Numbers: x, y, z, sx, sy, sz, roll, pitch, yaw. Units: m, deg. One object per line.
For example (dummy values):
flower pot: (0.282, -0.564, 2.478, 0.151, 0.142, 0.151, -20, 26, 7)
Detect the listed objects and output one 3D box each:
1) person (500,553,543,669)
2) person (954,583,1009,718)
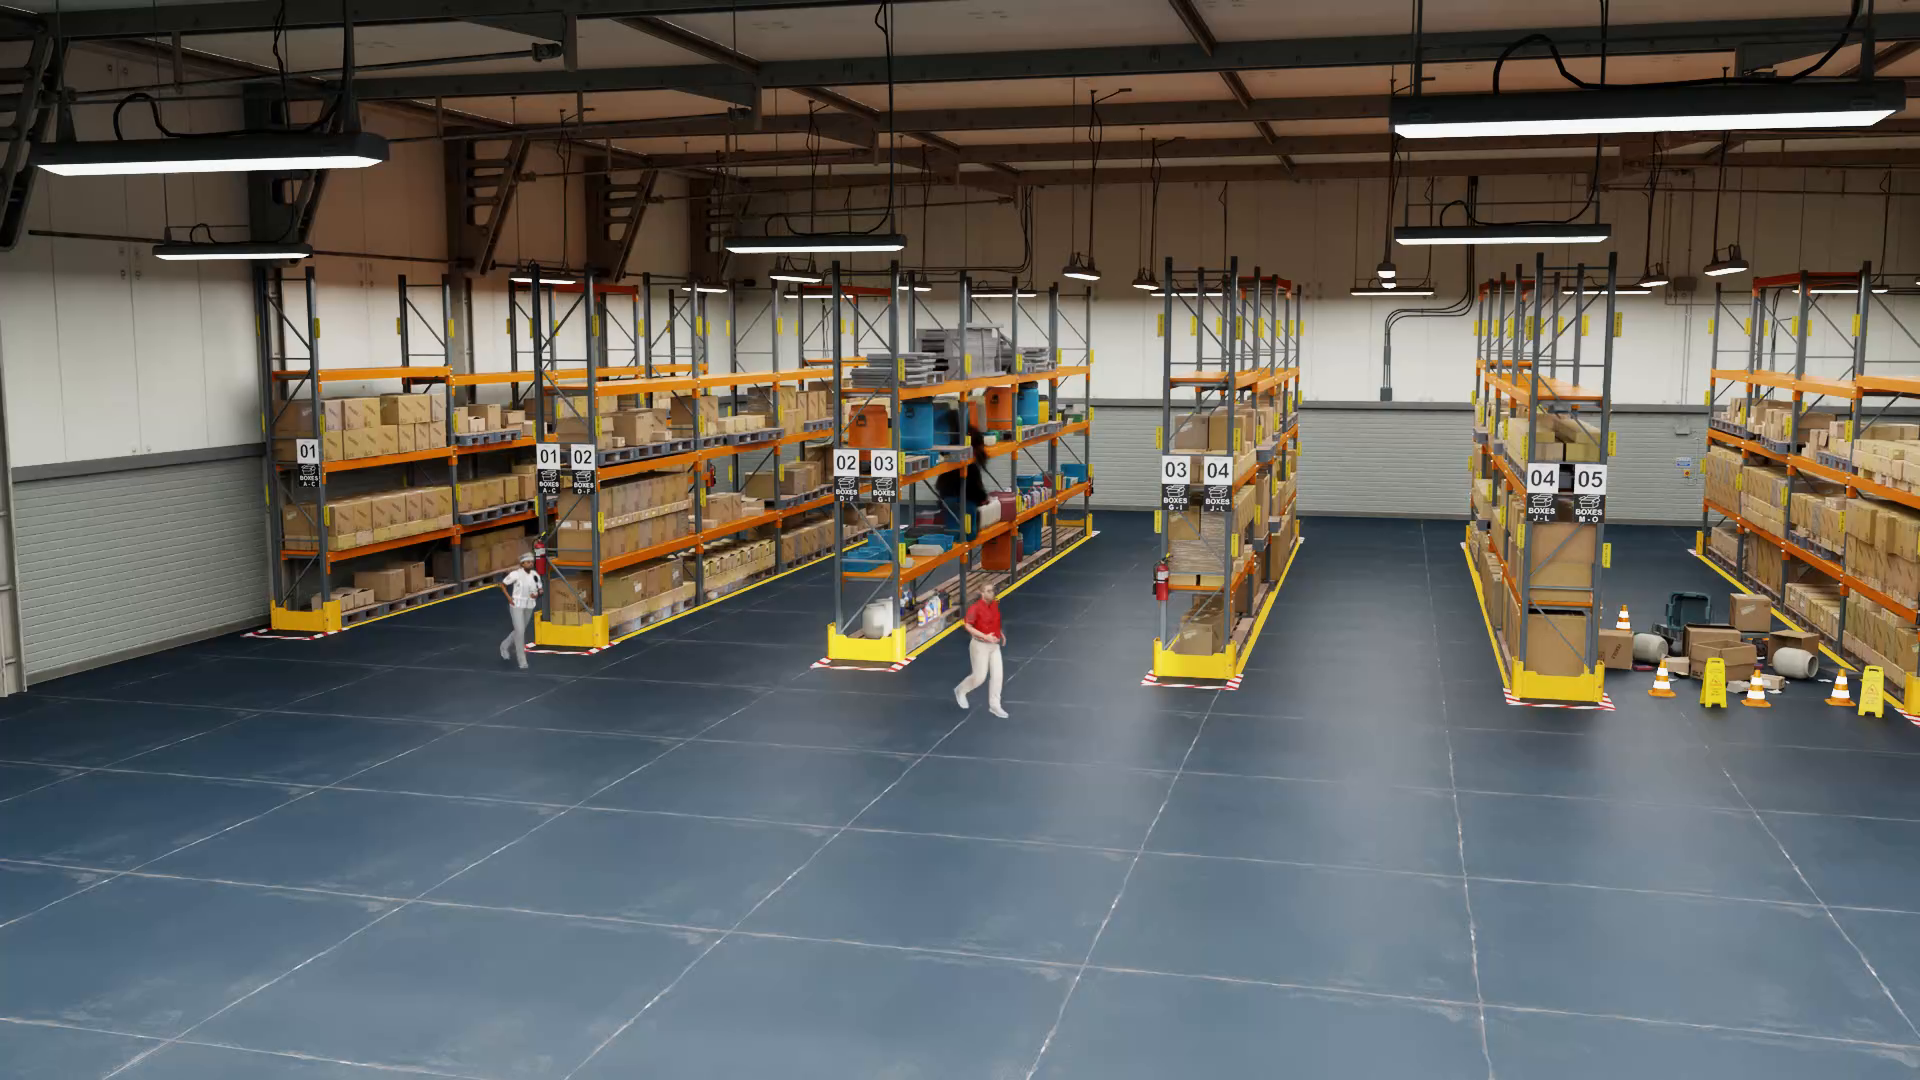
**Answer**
person: (-6.556, 1.030, 24.952, 0.862, 1.717, 0.592, 7, 10, 44)
person: (0.310, 1.416, 21.685, 0.839, 1.743, 0.688, 7, 10, 44)
